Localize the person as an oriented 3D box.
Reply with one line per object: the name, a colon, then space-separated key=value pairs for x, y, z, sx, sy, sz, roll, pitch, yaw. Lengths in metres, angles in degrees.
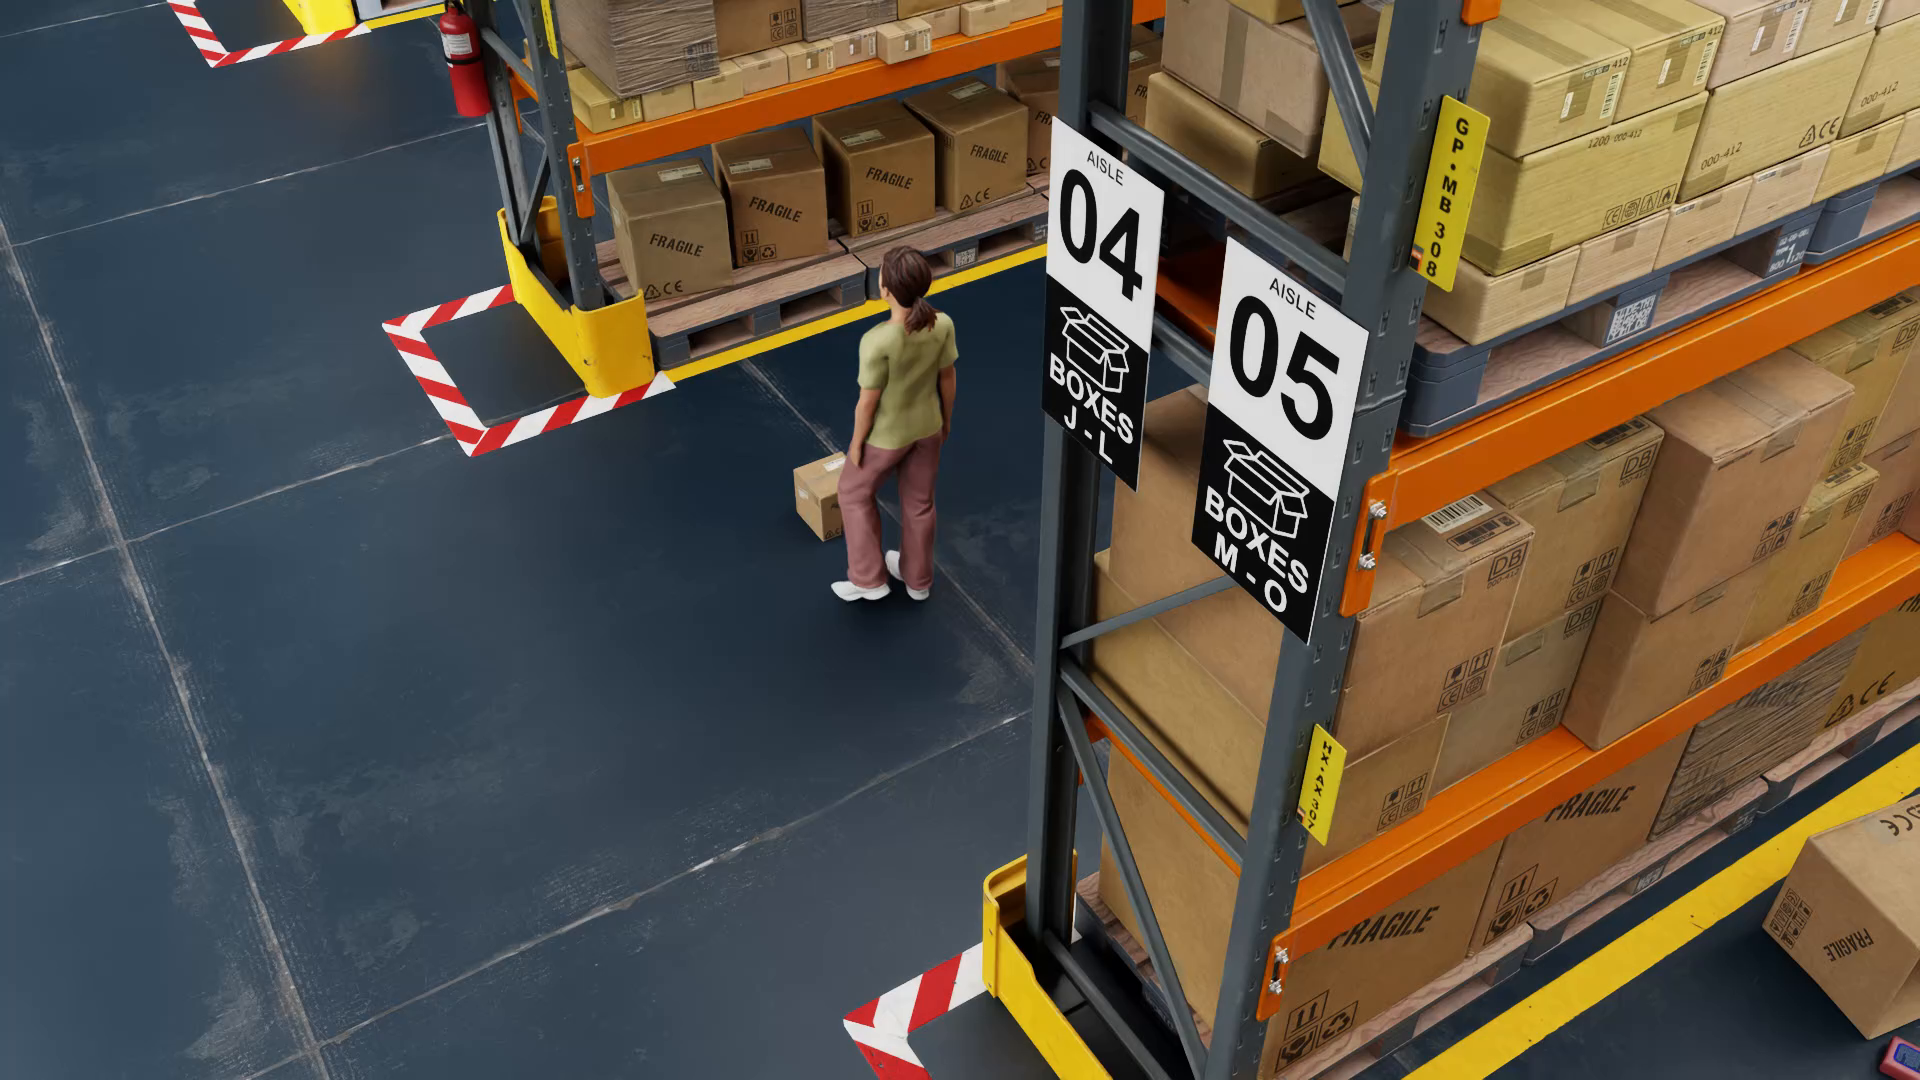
person: x=-0.258 y=-0.408 z=6.648 sx=0.501 sy=1.717 sz=0.401 roll=-24 pitch=46 yaw=-25
